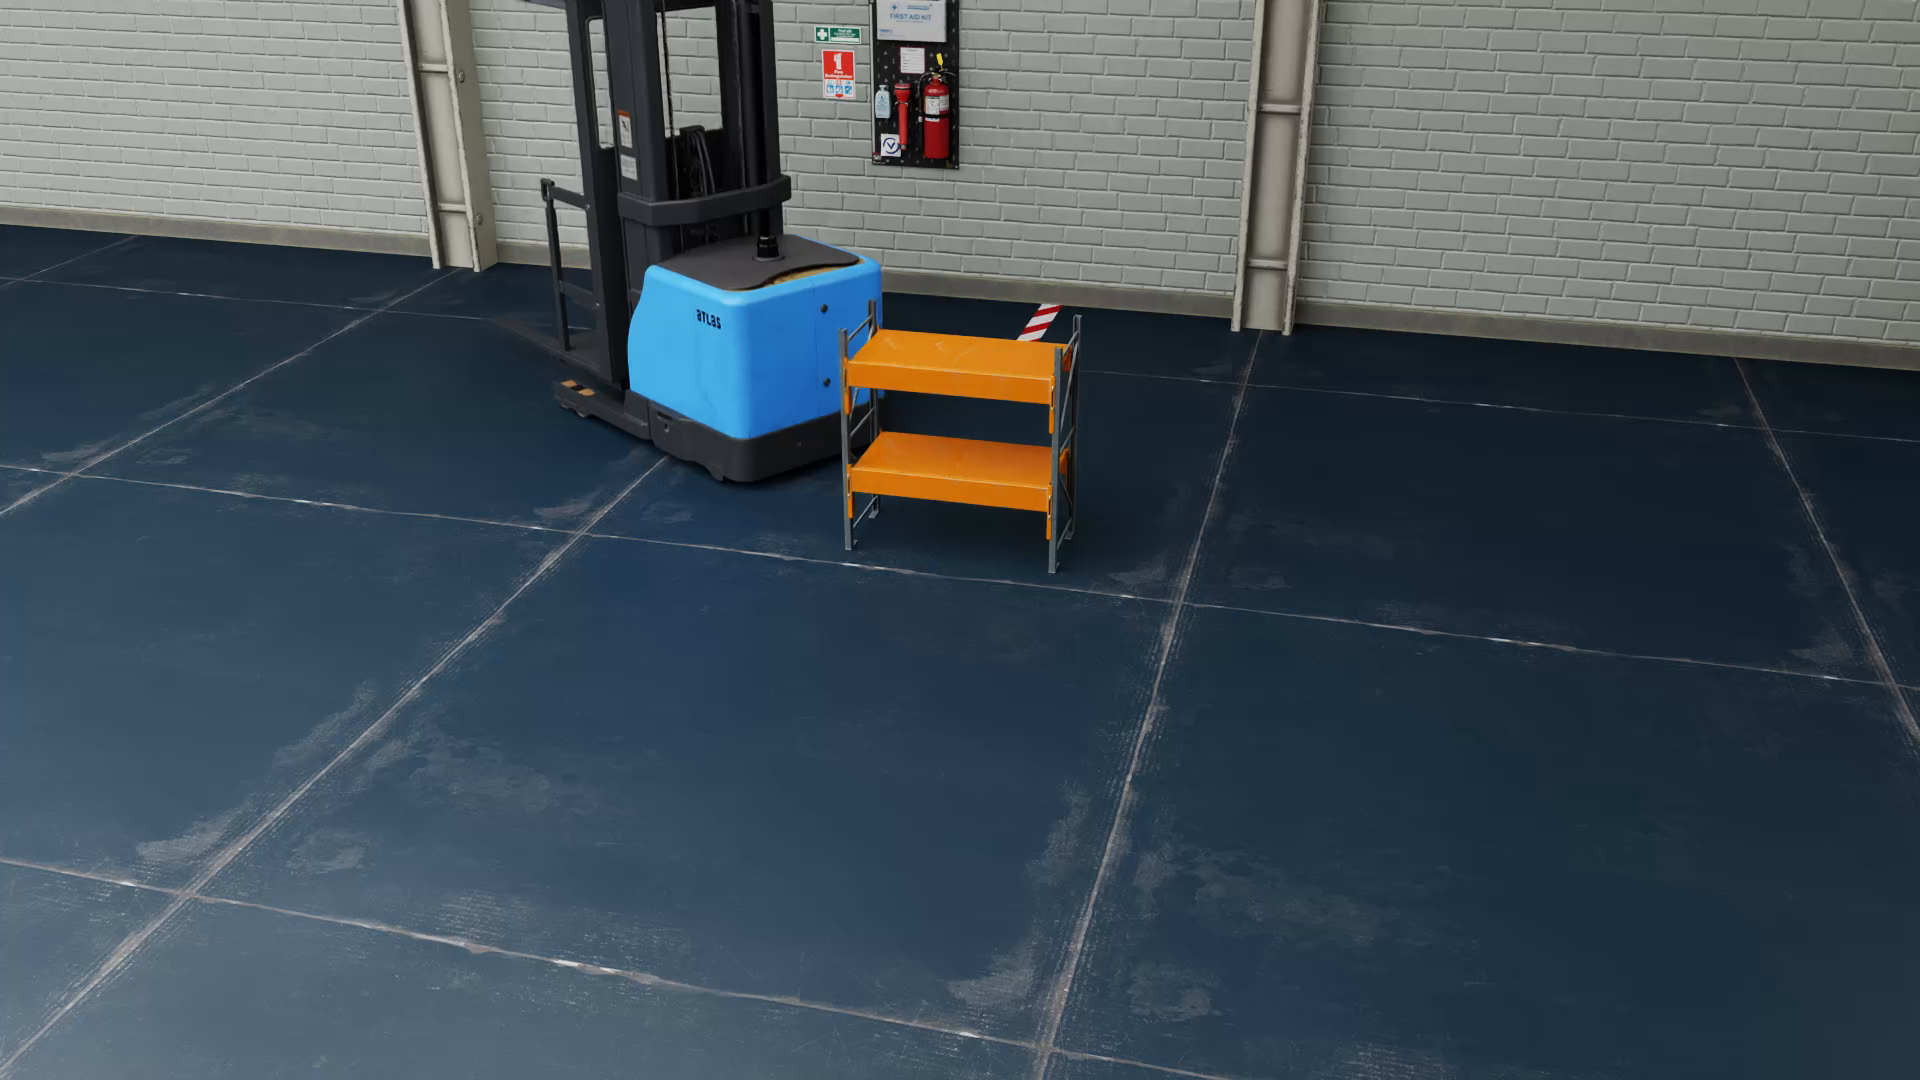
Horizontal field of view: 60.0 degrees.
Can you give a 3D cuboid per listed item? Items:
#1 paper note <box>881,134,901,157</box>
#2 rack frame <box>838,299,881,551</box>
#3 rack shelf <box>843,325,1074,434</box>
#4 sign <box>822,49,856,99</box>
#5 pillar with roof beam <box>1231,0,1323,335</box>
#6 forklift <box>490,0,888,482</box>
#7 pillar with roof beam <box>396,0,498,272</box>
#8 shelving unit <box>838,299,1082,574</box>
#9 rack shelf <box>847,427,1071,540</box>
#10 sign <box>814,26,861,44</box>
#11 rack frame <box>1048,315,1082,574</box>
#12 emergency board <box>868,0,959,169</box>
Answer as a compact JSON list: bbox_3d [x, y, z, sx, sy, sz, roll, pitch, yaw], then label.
[{"bbox_3d":[-0.480,-2.739,11.538,0.142,0.148,0.016,6,26,13],"label":"paper note"},{"bbox_3d":[-0.486,-0.562,8.121,0.032,1.125,0.500,6,26,13],"label":"rack frame"},{"bbox_3d":[0.007,-0.771,7.881,1.000,0.278,0.538,6,26,13],"label":"rack shelf"},{"bbox_3d":[-0.836,-3.207,11.455,0.234,0.329,0.001,6,26,13],"label":"sign"},{"bbox_3d":[0.986,-3.725,5.605,0.400,9.000,9.100,6,26,13],"label":"pillar with roof beam"},{"bbox_3d":[-1.771,-2.174,9.407,1.130,2.935,3.031,-22,33,-38],"label":"forklift"},{"bbox_3d":[-4.825,-4.367,6.954,0.400,9.000,9.100,6,26,13],"label":"pillar with roof beam"},{"bbox_3d":[0.007,-0.507,8.007,1.048,1.125,0.538,6,26,13],"label":"shelving unit"},{"bbox_3d":[0.007,-0.286,8.112,1.000,0.278,0.538,6,26,13],"label":"rack shelf"},{"bbox_3d":[-0.833,-3.442,11.332,0.331,0.109,0.001,6,26,13],"label":"sign"},{"bbox_3d":[0.499,-0.453,7.892,0.032,1.125,0.500,6,26,13],"label":"rack frame"},{"bbox_3d":[-0.326,-3.089,11.248,0.643,1.169,0.194,6,26,13],"label":"emergency board"}]
